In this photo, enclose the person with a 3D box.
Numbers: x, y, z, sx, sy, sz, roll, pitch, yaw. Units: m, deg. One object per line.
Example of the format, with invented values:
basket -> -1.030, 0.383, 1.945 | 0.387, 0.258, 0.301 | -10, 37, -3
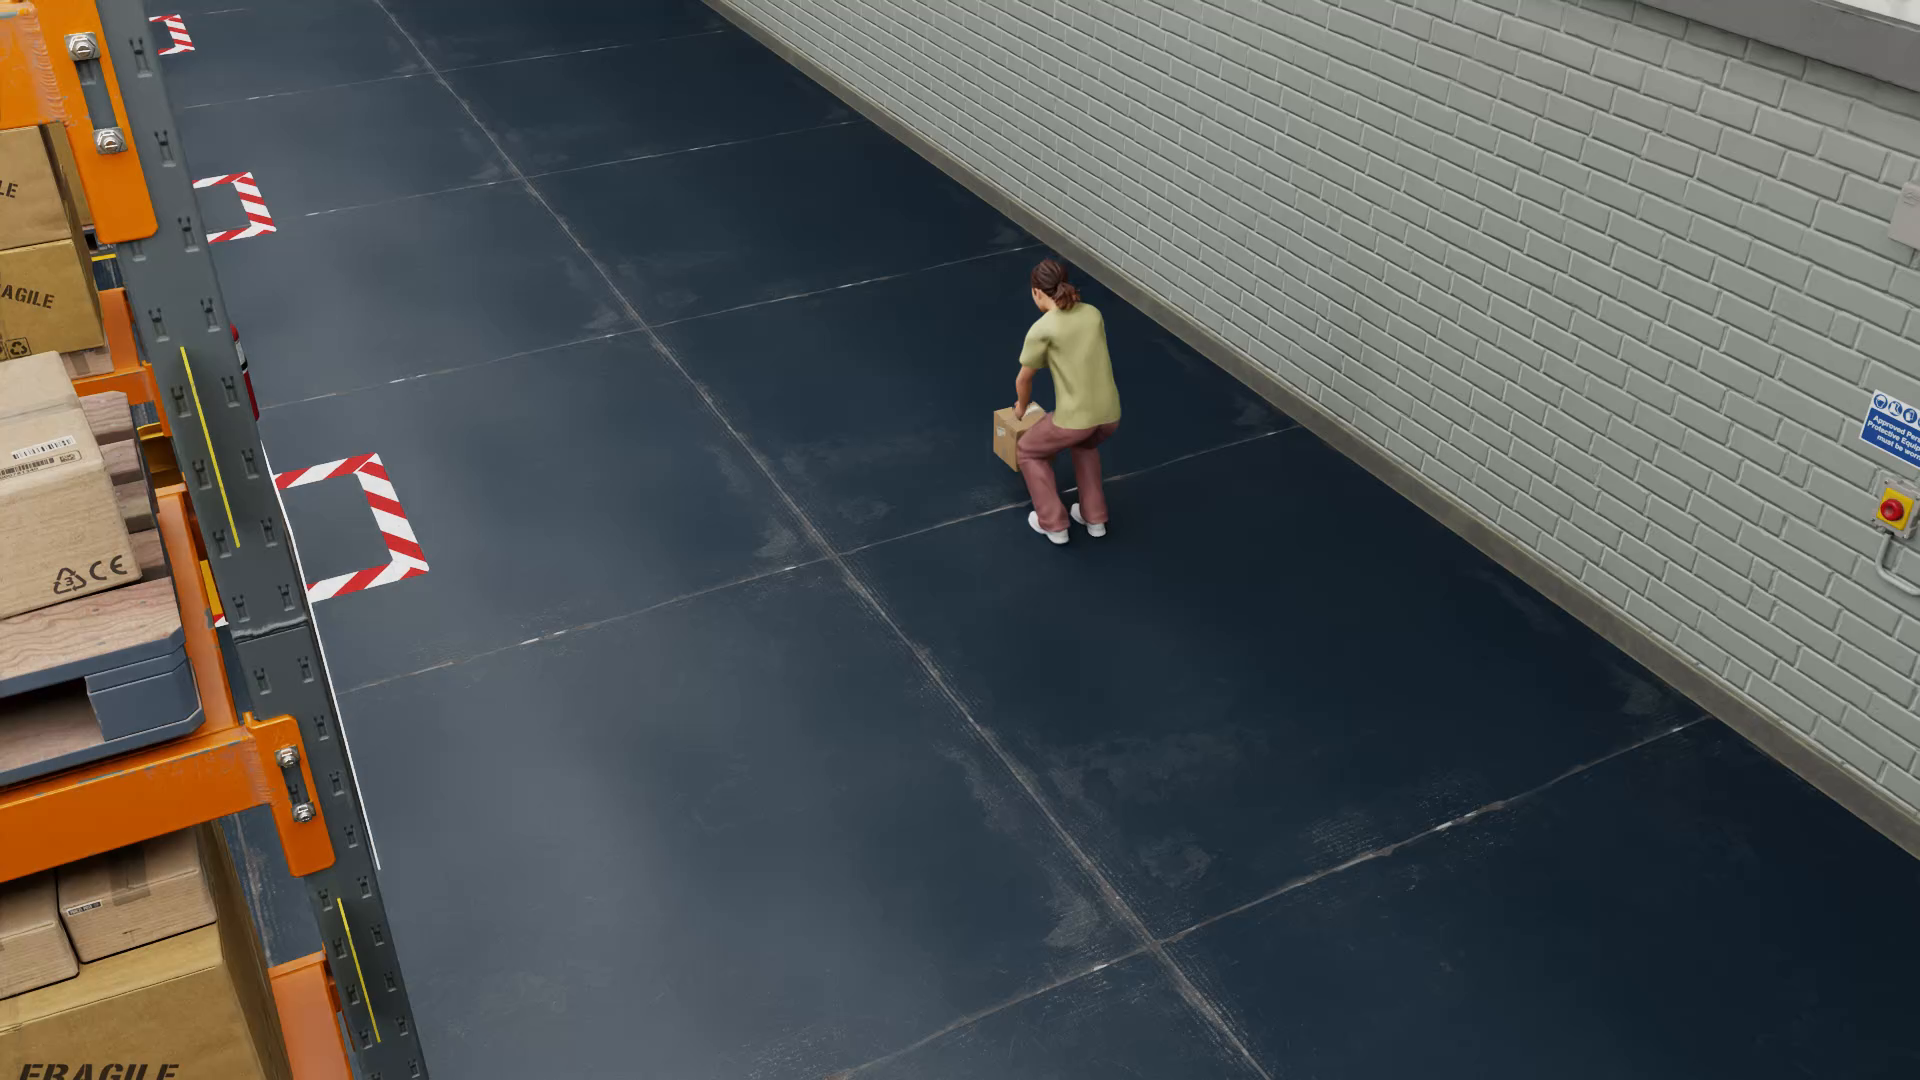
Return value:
person -> 0.526, -0.668, 8.381 | 0.507, 1.444, 0.595 | -16, 36, -23
